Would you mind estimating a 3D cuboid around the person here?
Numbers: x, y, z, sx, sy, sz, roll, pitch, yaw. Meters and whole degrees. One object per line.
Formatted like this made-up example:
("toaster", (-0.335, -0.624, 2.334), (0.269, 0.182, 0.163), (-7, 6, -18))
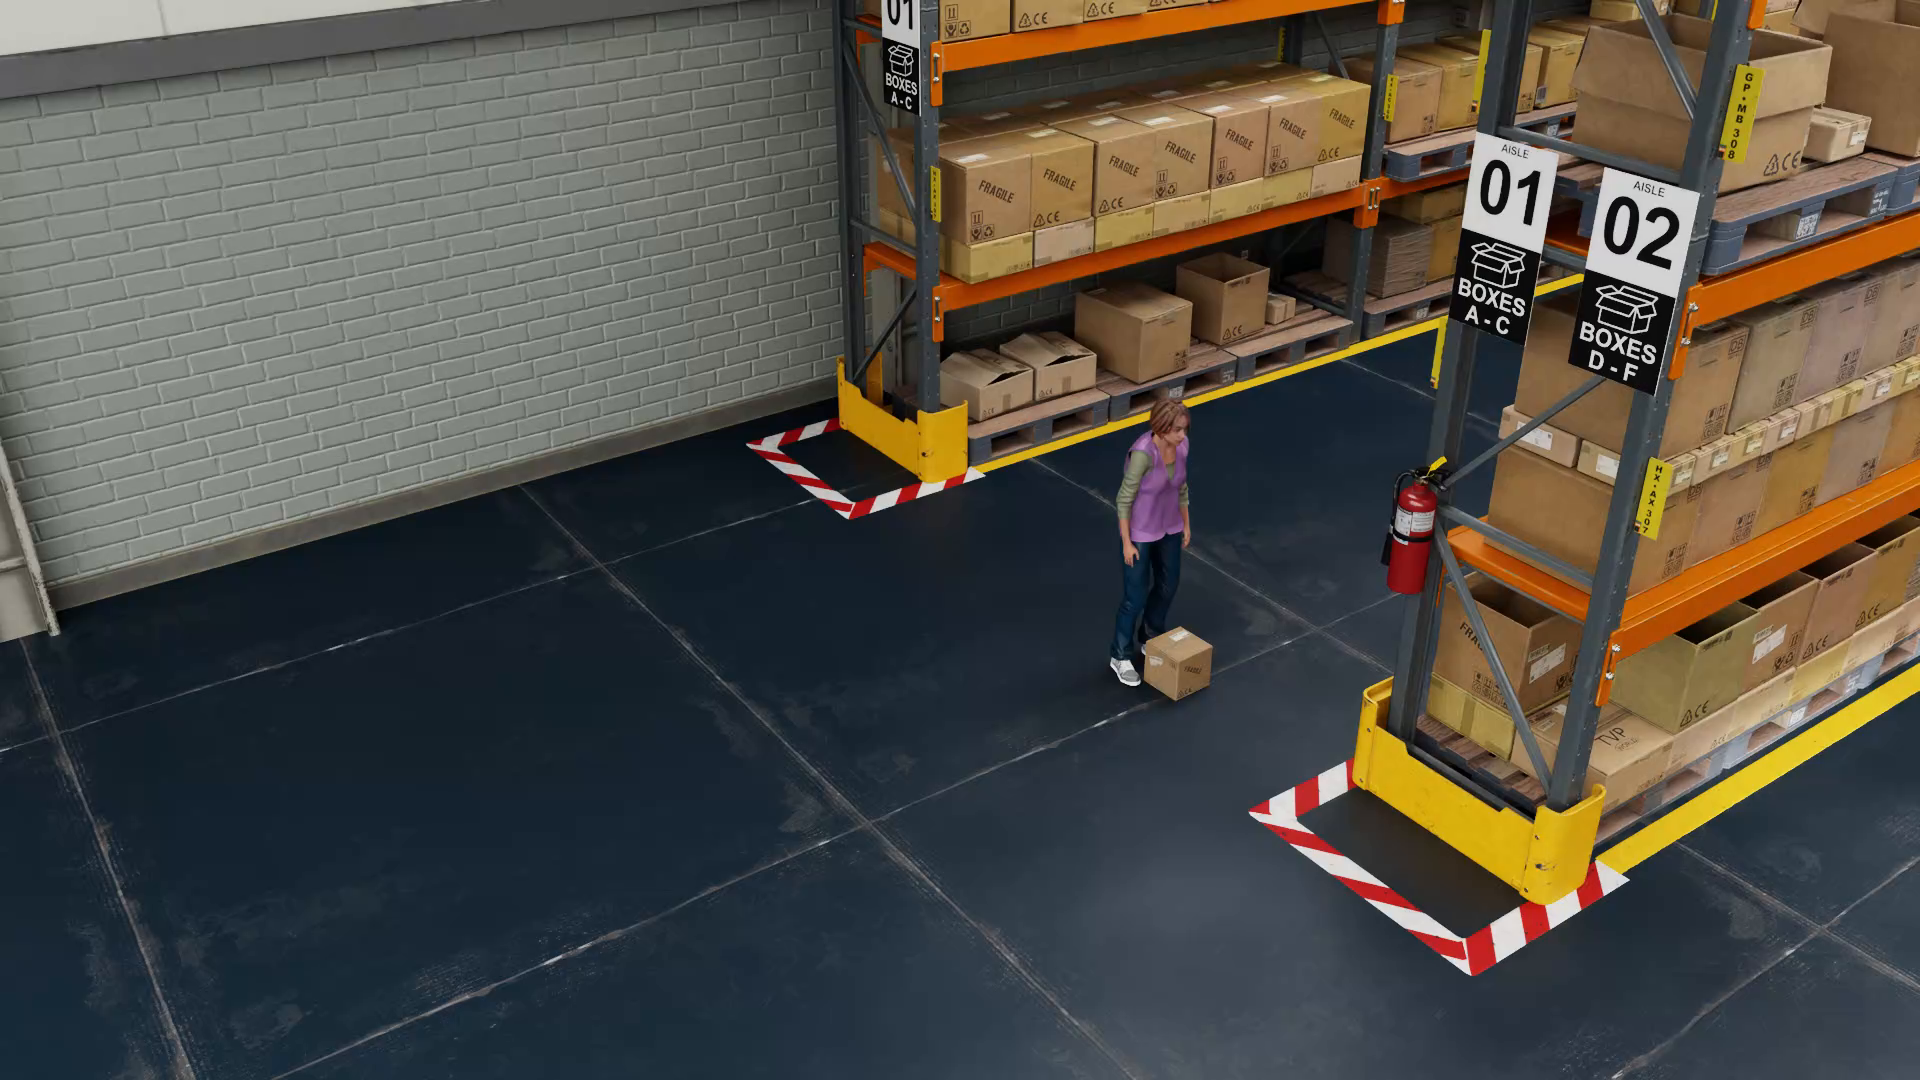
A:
("person", (1.008, -0.019, 8.682), (0.462, 1.582, 0.343), (-19, 34, -30))
